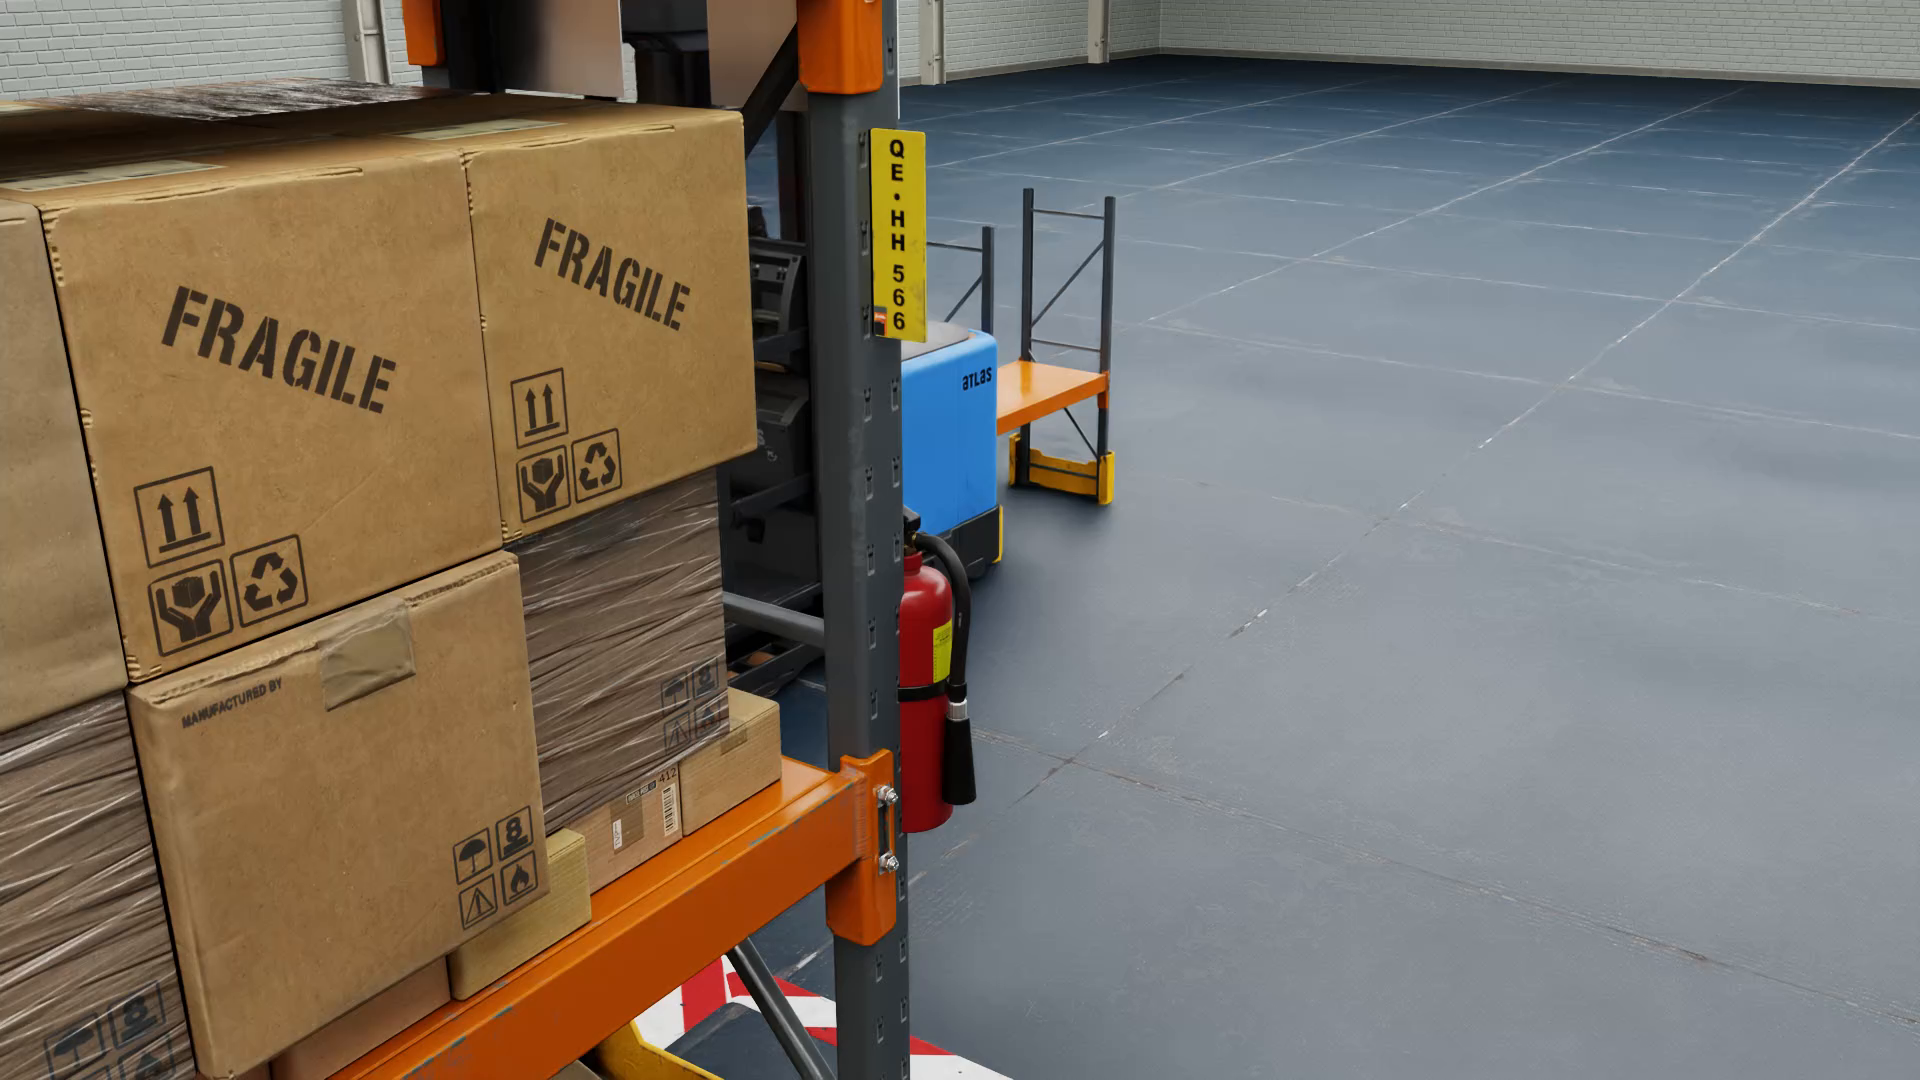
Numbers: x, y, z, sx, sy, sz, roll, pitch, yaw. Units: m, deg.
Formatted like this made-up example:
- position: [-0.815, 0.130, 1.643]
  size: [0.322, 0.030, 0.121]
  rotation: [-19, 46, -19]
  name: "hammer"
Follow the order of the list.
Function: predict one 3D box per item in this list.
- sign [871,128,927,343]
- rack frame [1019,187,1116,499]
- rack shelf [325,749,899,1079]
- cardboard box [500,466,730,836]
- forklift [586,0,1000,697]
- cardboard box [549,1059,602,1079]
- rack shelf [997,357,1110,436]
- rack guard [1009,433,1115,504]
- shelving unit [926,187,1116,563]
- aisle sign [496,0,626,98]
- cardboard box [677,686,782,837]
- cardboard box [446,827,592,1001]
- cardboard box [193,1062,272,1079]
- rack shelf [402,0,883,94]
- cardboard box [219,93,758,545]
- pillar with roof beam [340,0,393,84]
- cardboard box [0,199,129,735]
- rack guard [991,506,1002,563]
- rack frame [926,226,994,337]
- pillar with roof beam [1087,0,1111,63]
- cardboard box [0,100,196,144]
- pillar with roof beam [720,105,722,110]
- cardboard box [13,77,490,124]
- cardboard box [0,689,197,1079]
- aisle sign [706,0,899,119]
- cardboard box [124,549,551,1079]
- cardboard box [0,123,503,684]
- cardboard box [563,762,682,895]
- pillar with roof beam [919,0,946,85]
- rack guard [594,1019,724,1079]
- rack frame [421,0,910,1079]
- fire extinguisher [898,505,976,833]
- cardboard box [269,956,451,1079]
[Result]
- position: [-0.095, -0.473, 2.595]
  size: [0.100, 0.325, 0.005]
  rotation: [13, 24, 32]
  name: "sign"
- position: [0.518, -0.954, 8.182]
  size: [0.500, 1.500, 0.032]
  rotation: [14, 24, 33]
  name: "rack frame"
- position: [-1.667, 1.016, 1.732]
  size: [1.077, 0.370, 4.000]
  rotation: [13, 24, 32]
  name: "rack shelf"
- position: [-0.875, 0.070, 2.678]
  size: [0.875, 0.500, 0.500]
  rotation: [13, 24, 32]
  name: "cardboard box"
- position: [-1.085, -0.924, 6.039]
  size: [1.130, 2.935, 3.031]
  rotation: [14, 24, 33]
  name: "forklift"
- position: [-0.908, 1.256, 3.044]
  size: [0.500, 0.500, 0.500]
  rotation: [19, 28, 42]
  name: "cardboard box"
- position: [0.226, -0.641, 7.855]
  size: [0.538, 0.185, 1.000]
  rotation: [14, 24, 33]
  name: "rack shelf"
- position: [0.507, -0.362, 8.384]
  size: [0.587, 0.250, 0.087]
  rotation: [14, 24, 33]
  name: "rack guard"
- position: [0.220, -0.807, 7.785]
  size: [0.587, 1.500, 1.083]
  rotation: [14, 24, 33]
  name: "shelving unit"
- position: [-0.756, -1.191, 2.914]
  size: [0.394, 0.787, 0.004]
  rotation: [13, 24, 32]
  name: "aisle sign"
- position: [-0.532, 0.344, 2.873]
  size: [0.380, 0.149, 0.250]
  rotation: [13, 24, 32]
  name: "cardboard box"
- position: [-0.771, 0.498, 2.458]
  size: [0.380, 0.149, 0.250]
  rotation: [13, 24, 32]
  name: "cardboard box"
- position: [-1.099, 0.630, 2.100]
  size: [0.380, 0.149, 0.250]
  rotation: [13, 24, 32]
  name: "cardboard box"
- position: [-1.667, -0.391, 1.212]
  size: [1.077, 0.370, 4.000]
  rotation: [13, 24, 32]
  name: "rack shelf"
- position: [-0.647, -0.345, 2.360]
  size: [0.500, 0.500, 0.500]
  rotation: [13, 24, 32]
  name: "cardboard box"
- position: [-3.677, -8.188, 16.931]
  size: [9.100, 9.000, 0.400]
  rotation: [13, 24, 32]
  name: "pillar with roof beam"
- position: [-1.207, -0.057, 1.582]
  size: [0.500, 0.500, 0.500]
  rotation: [13, 24, 32]
  name: "cardboard box"
- position: [-0.066, -0.080, 7.620]
  size: [0.587, 0.250, 0.087]
  rotation: [14, 24, 33]
  name: "rack guard"
- position: [-0.067, -0.666, 7.403]
  size: [0.500, 1.500, 0.032]
  rotation: [14, 24, 33]
  name: "rack frame"
- position: [6.442, -13.353, 30.893]
  size: [9.100, 9.000, 0.400]
  rotation: [13, 24, 32]
  name: "pillar with roof beam"
- position: [-1.364, -0.304, 2.249]
  size: [0.500, 0.500, 0.500]
  rotation: [13, 24, 32]
  name: "cardboard box"
- position: [-0.304, -9.910, 21.585]
  size: [9.100, 9.000, 0.400]
  rotation: [13, 24, 32]
  name: "pillar with roof beam"
- position: [-1.077, -0.446, 2.634]
  size: [0.500, 0.500, 0.500]
  rotation: [13, 24, 32]
  name: "cardboard box"
- position: [-1.373, 0.372, 1.862]
  size: [0.875, 0.500, 0.500]
  rotation: [13, 24, 32]
  name: "cardboard box"
- position: [-0.260, -1.074, 2.598]
  size: [0.394, 0.787, 0.004]
  rotation: [13, 24, 32]
  name: "aisle sign"
- position: [-1.056, 0.237, 2.227]
  size: [0.875, 0.500, 0.500]
  rotation: [13, 24, 32]
  name: "cardboard box"
- position: [-0.924, -0.200, 1.969]
  size: [0.500, 0.500, 0.500]
  rotation: [13, 24, 32]
  name: "cardboard box"
- position: [-0.673, 0.416, 2.679]
  size: [0.380, 0.149, 0.250]
  rotation: [13, 24, 32]
  name: "cardboard box"
- position: [3.069, -11.631, 26.239]
  size: [9.100, 9.000, 0.400]
  rotation: [13, 24, 32]
  name: "pillar with roof beam"
- position: [-0.585, 1.299, 3.534]
  size: [1.175, 0.500, 0.348]
  rotation: [13, 24, 32]
  name: "rack guard"
- position: [-0.545, 0.104, 3.161]
  size: [0.949, 2.616, 0.053]
  rotation: [13, 24, 32]
  name: "rack frame"
- position: [-0.097, 0.198, 3.018]
  size: [0.296, 0.674, 0.183]
  rotation: [13, 24, 32]
  name: "fire extinguisher"
- position: [-0.924, 0.566, 2.272]
  size: [0.380, 0.149, 0.250]
  rotation: [13, 24, 32]
  name: "cardboard box"
